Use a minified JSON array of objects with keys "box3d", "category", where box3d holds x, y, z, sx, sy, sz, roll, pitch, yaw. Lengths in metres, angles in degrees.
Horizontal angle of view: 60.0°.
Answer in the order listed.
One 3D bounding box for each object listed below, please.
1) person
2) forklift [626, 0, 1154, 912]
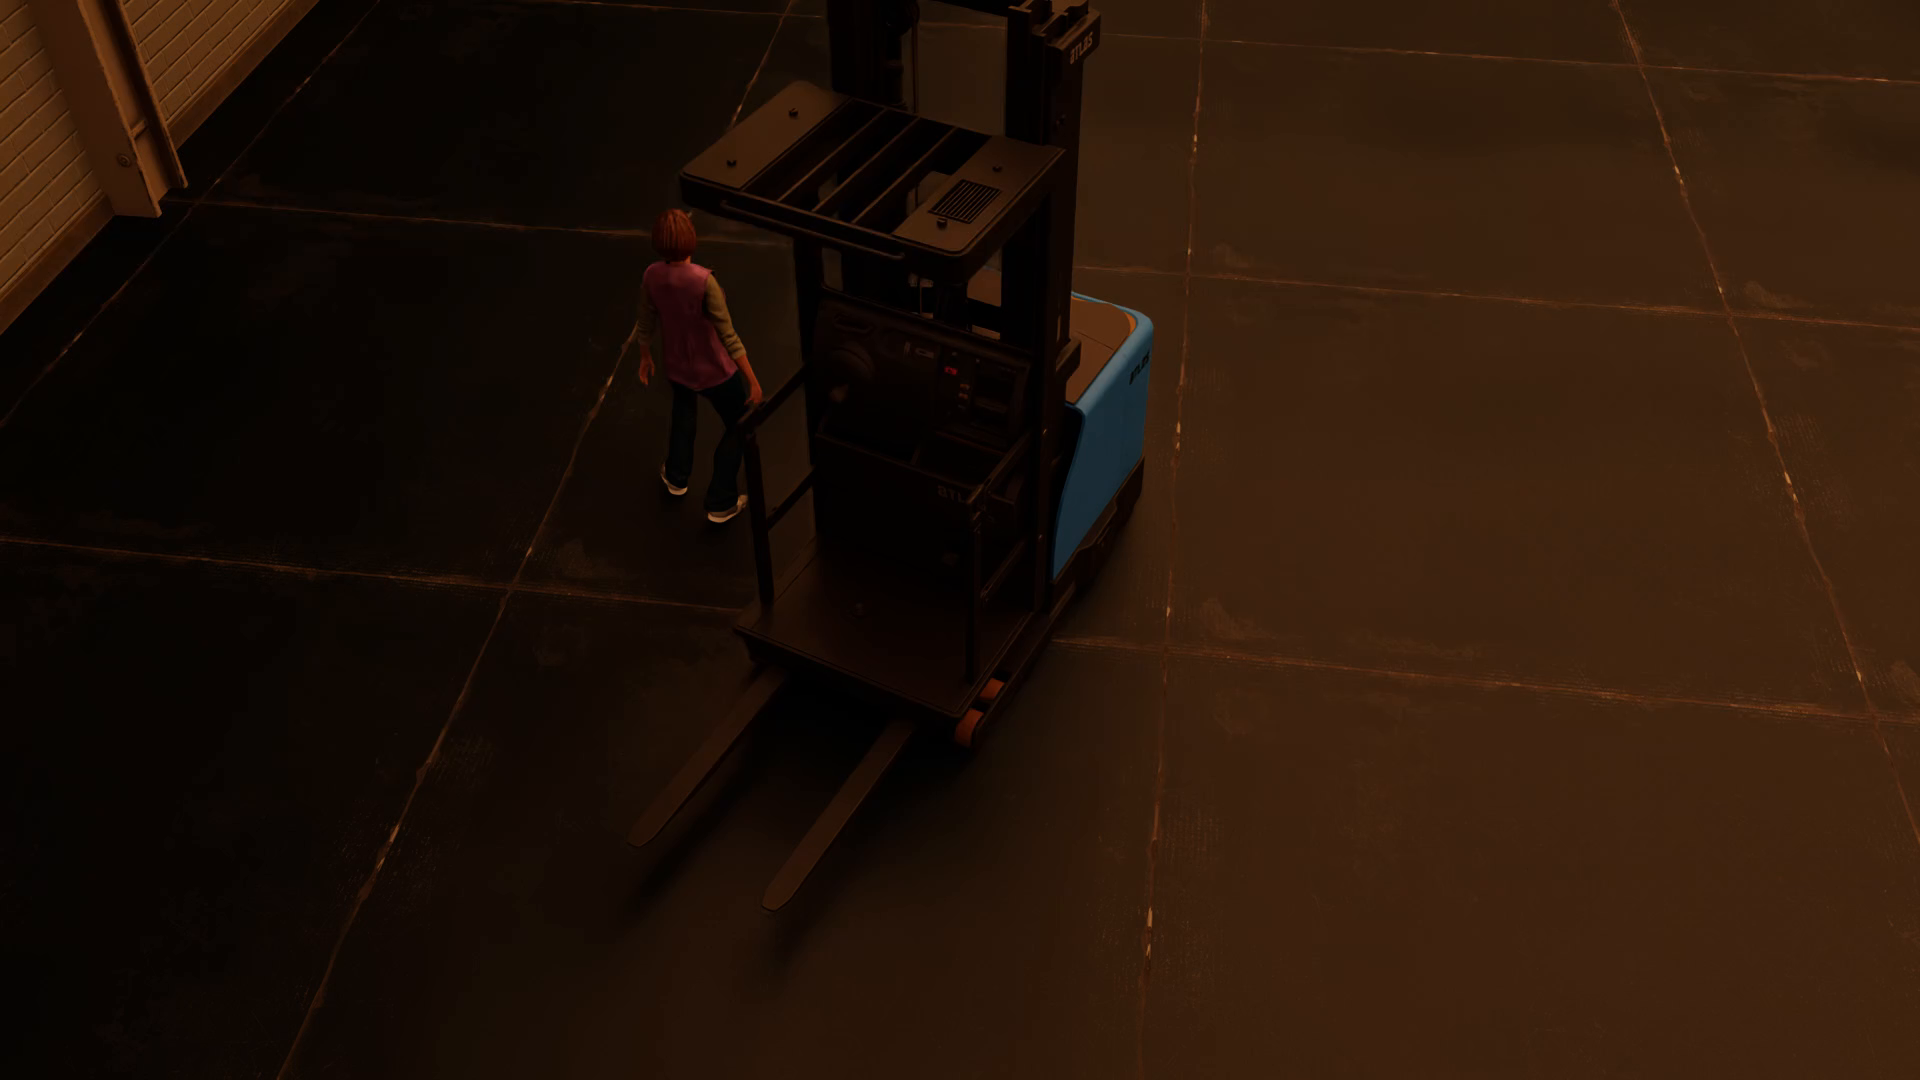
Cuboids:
[{"box3d":[-1.192,-0.765,7.611,0.707,1.568,0.366,22,47,22],"category":"person"},{"box3d":[-0.261,-0.564,6.338,1.130,2.935,3.031,20,46,20],"category":"forklift"}]
